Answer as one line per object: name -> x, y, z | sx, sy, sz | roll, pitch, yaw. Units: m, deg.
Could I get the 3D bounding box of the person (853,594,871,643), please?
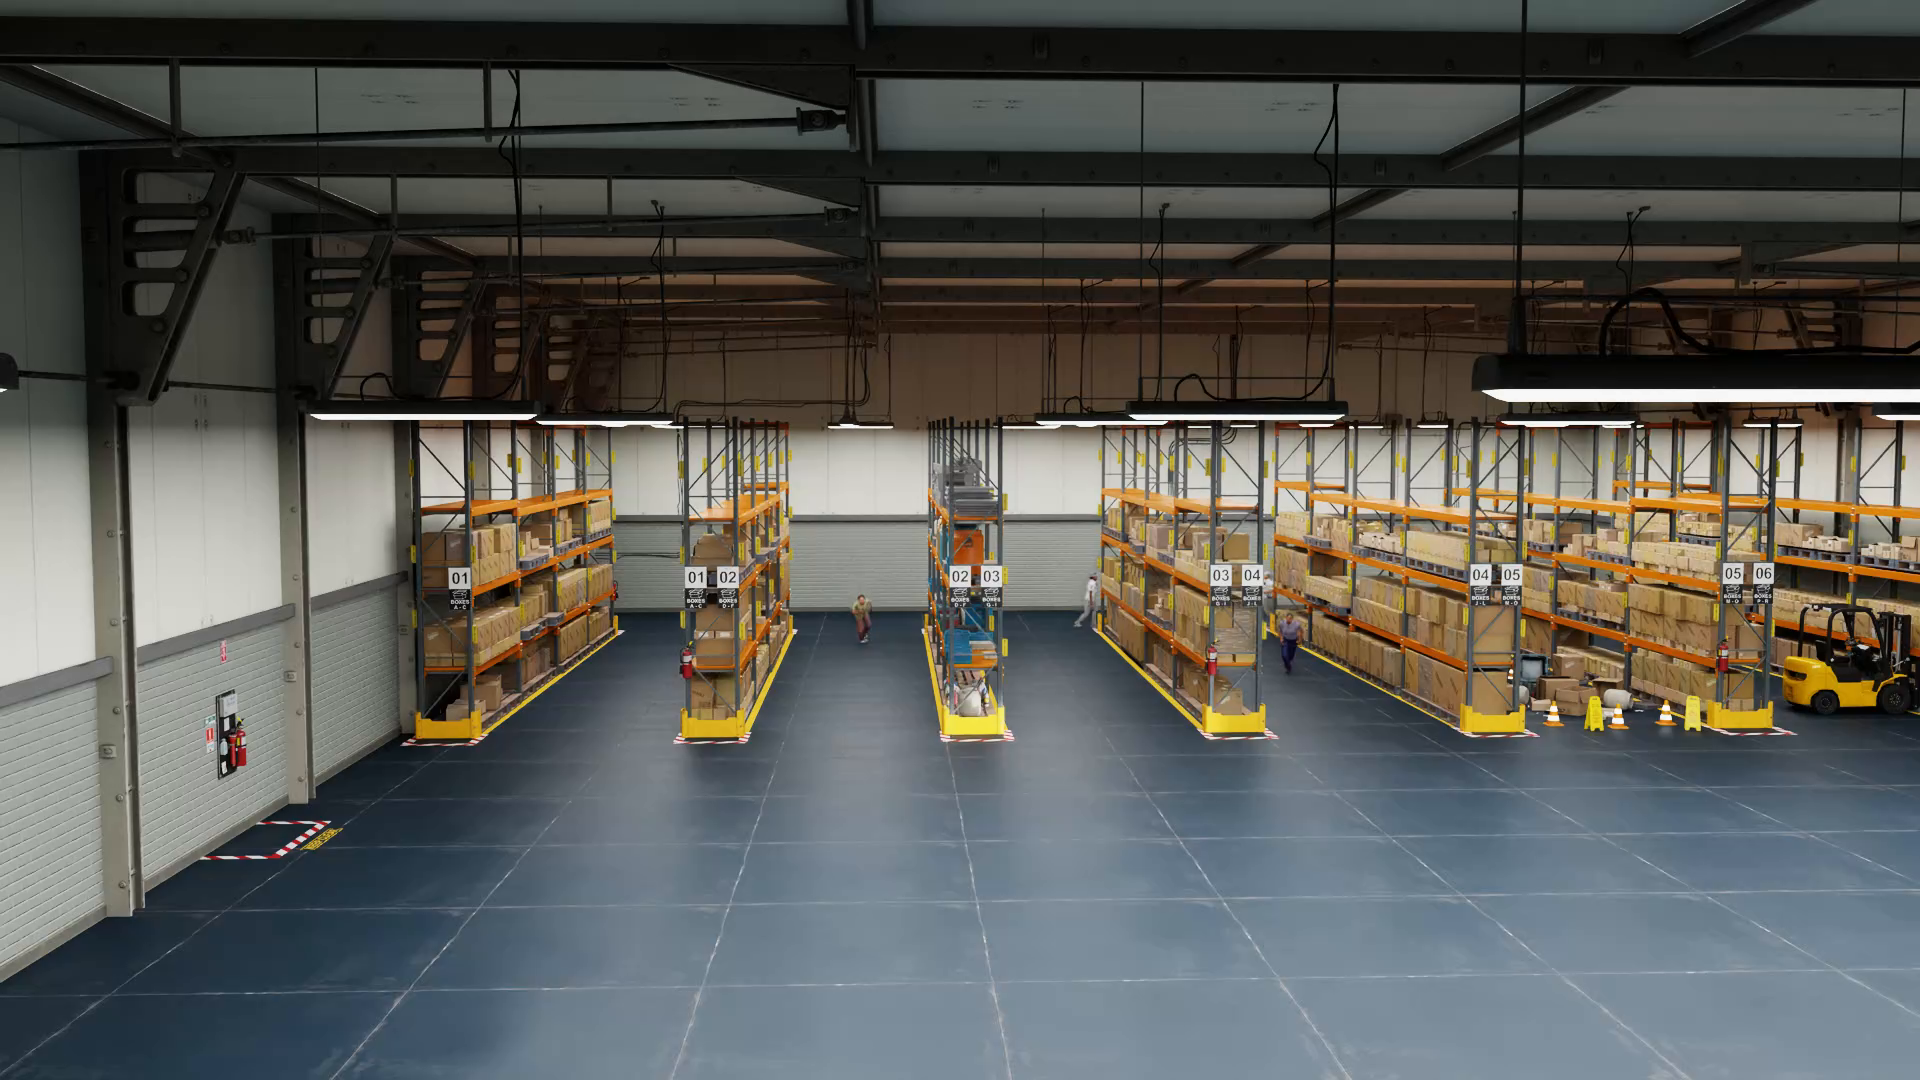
person -> -2.624, 2.105, 44.637 | 0.591, 1.393, 0.937 | -1, 4, -15

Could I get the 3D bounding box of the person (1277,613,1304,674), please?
person -> 7.821, 2.425, 39.395 | 0.612, 1.478, 0.886 | 1, 4, 11

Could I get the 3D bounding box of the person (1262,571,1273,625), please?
person -> 8.984, 1.742, 48.637 | 0.766, 1.697, 0.594 | -2, 4, -23

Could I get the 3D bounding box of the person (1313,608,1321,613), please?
person -> 10.700, 1.642, 50.624 | 0.700, 1.582, 0.955 | 3, 5, 38

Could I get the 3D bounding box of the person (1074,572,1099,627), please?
person -> 3.738, 1.743, 48.660 | 0.779, 1.636, 0.586 | 0, 4, 6
